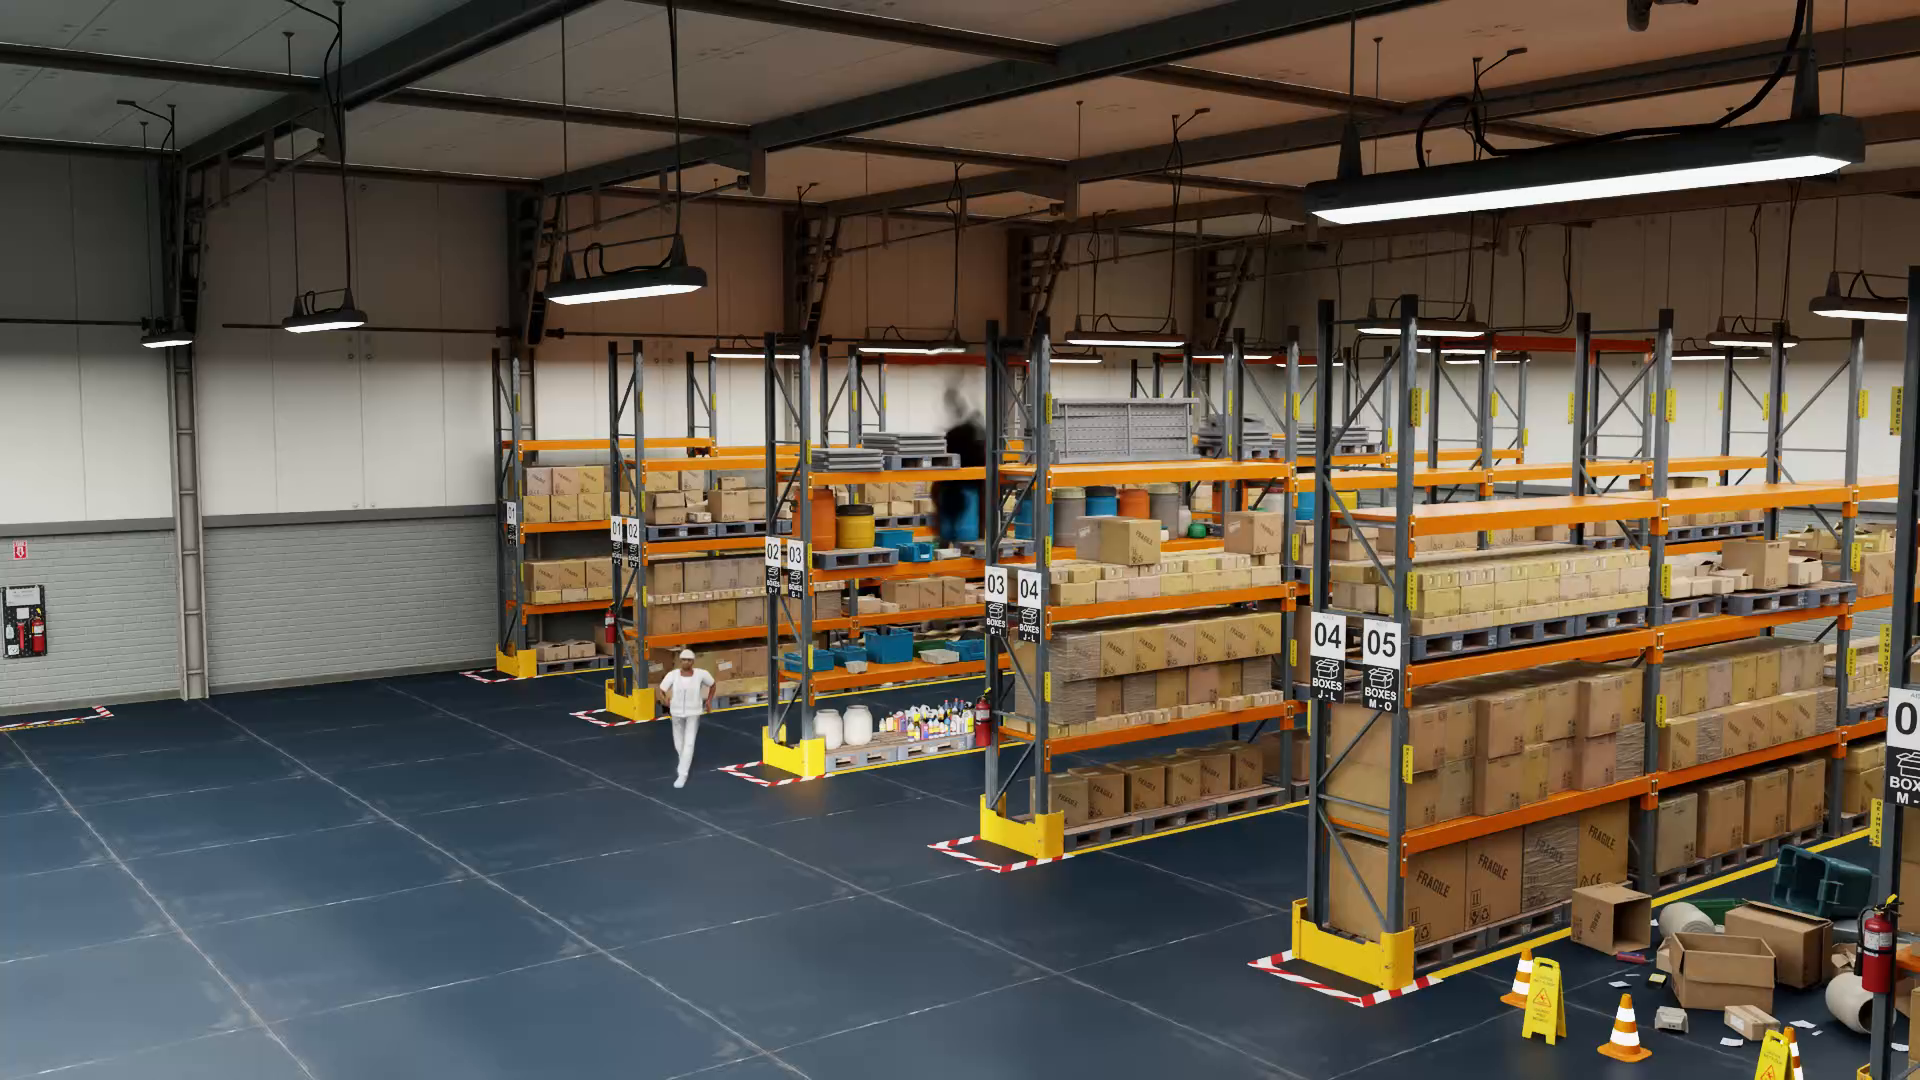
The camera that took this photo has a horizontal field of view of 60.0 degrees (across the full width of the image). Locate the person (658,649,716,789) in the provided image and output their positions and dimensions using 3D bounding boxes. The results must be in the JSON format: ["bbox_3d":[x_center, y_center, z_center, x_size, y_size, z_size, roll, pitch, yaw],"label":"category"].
[{"bbox_3d":[-3.649,2.332,22.120,0.735,1.773,0.984,0,5,3],"label":"person"}]

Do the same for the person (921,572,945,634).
[{"bbox_3d":[-0.462,1.482,32.217,0.890,1.775,0.637,-4,7,-39],"label":"person"}]
